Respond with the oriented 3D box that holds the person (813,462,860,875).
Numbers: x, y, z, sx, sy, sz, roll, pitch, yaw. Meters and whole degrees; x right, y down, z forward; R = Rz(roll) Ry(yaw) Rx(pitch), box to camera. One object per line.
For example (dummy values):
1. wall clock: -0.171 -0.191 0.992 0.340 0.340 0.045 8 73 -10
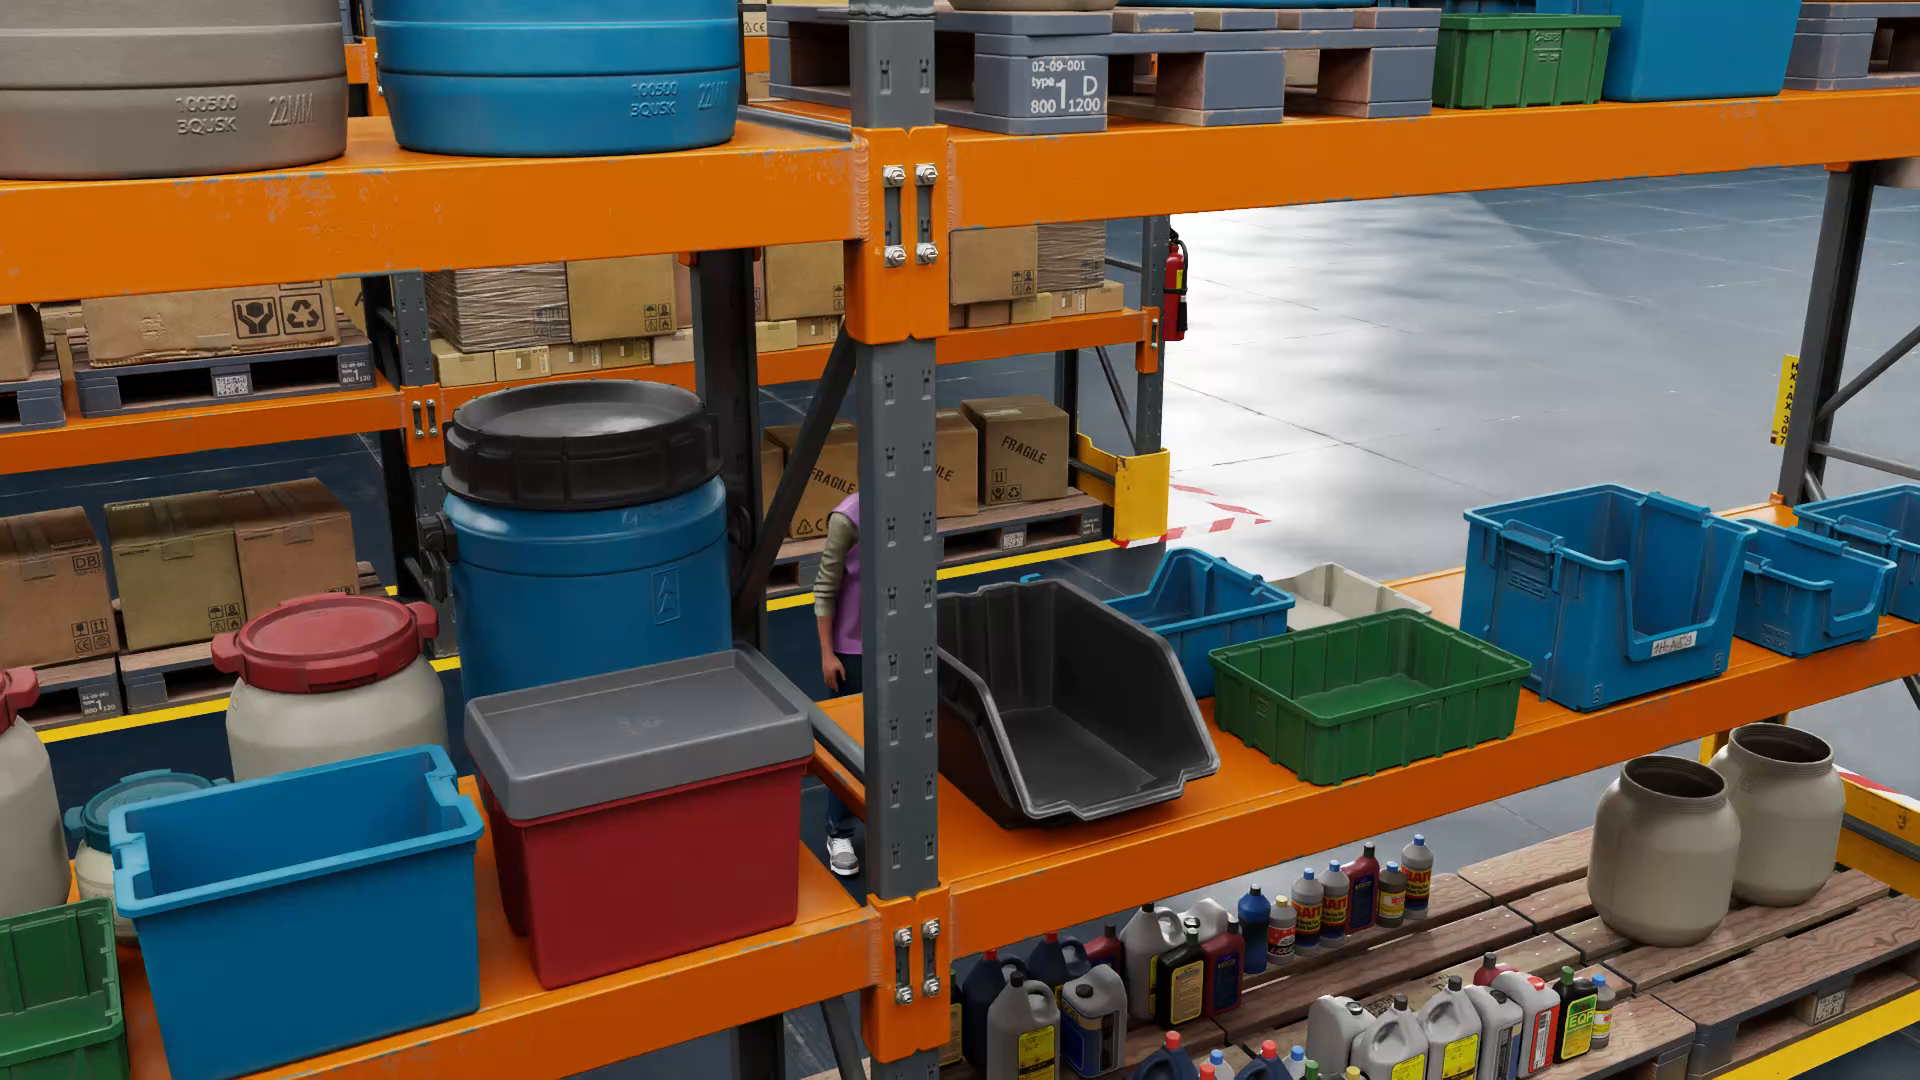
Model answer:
1. person: -0.291 0.448 5.939 0.465 1.478 0.332 -10 21 -27
